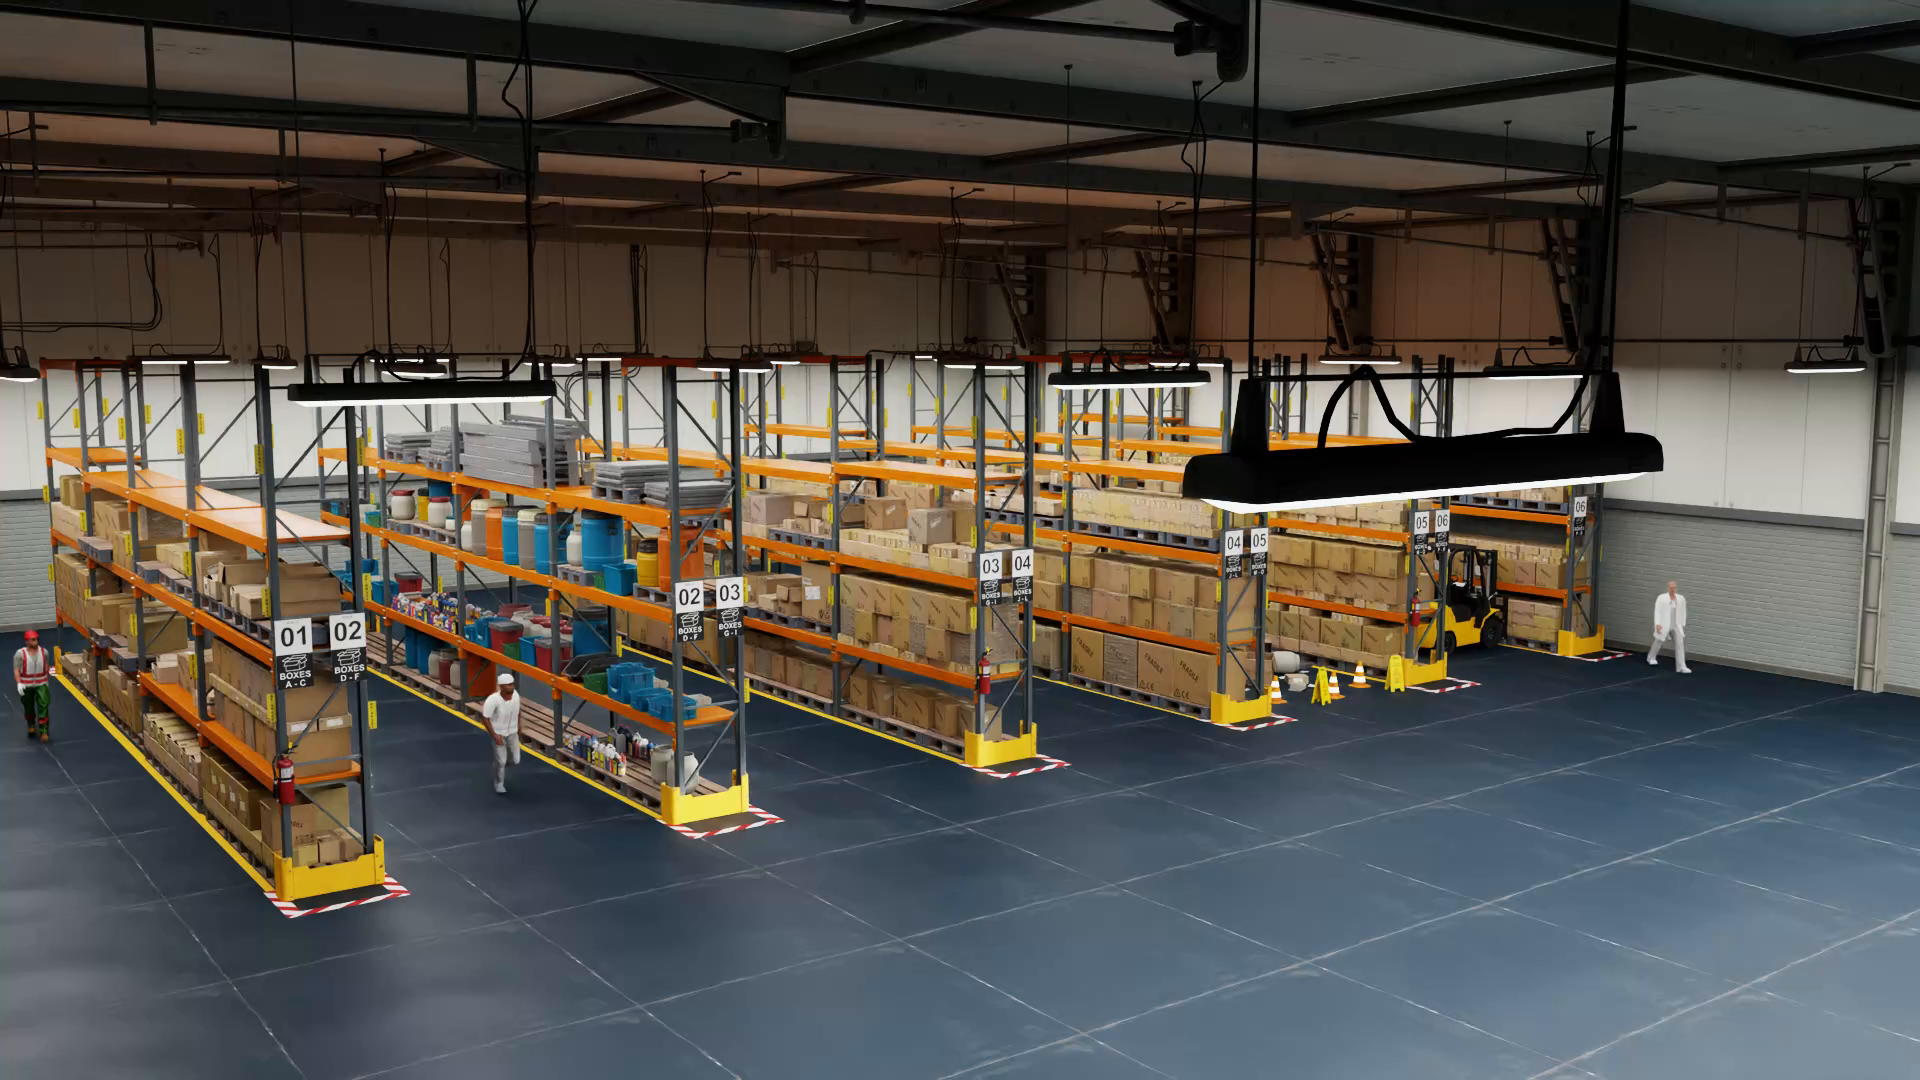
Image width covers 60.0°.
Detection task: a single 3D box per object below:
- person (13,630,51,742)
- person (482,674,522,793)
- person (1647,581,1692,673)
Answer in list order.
[{"bbox_3d":[-14.687,2.291,26.346,0.518,1.725,1.067,-4,8,-33],"label":"person"},{"bbox_3d":[-6.441,2.697,23.361,0.654,1.704,0.629,-6,9,-43],"label":"person"},{"bbox_3d":[13.586,1.640,31.823,0.666,1.716,1.207,-1,7,-5],"label":"person"}]
